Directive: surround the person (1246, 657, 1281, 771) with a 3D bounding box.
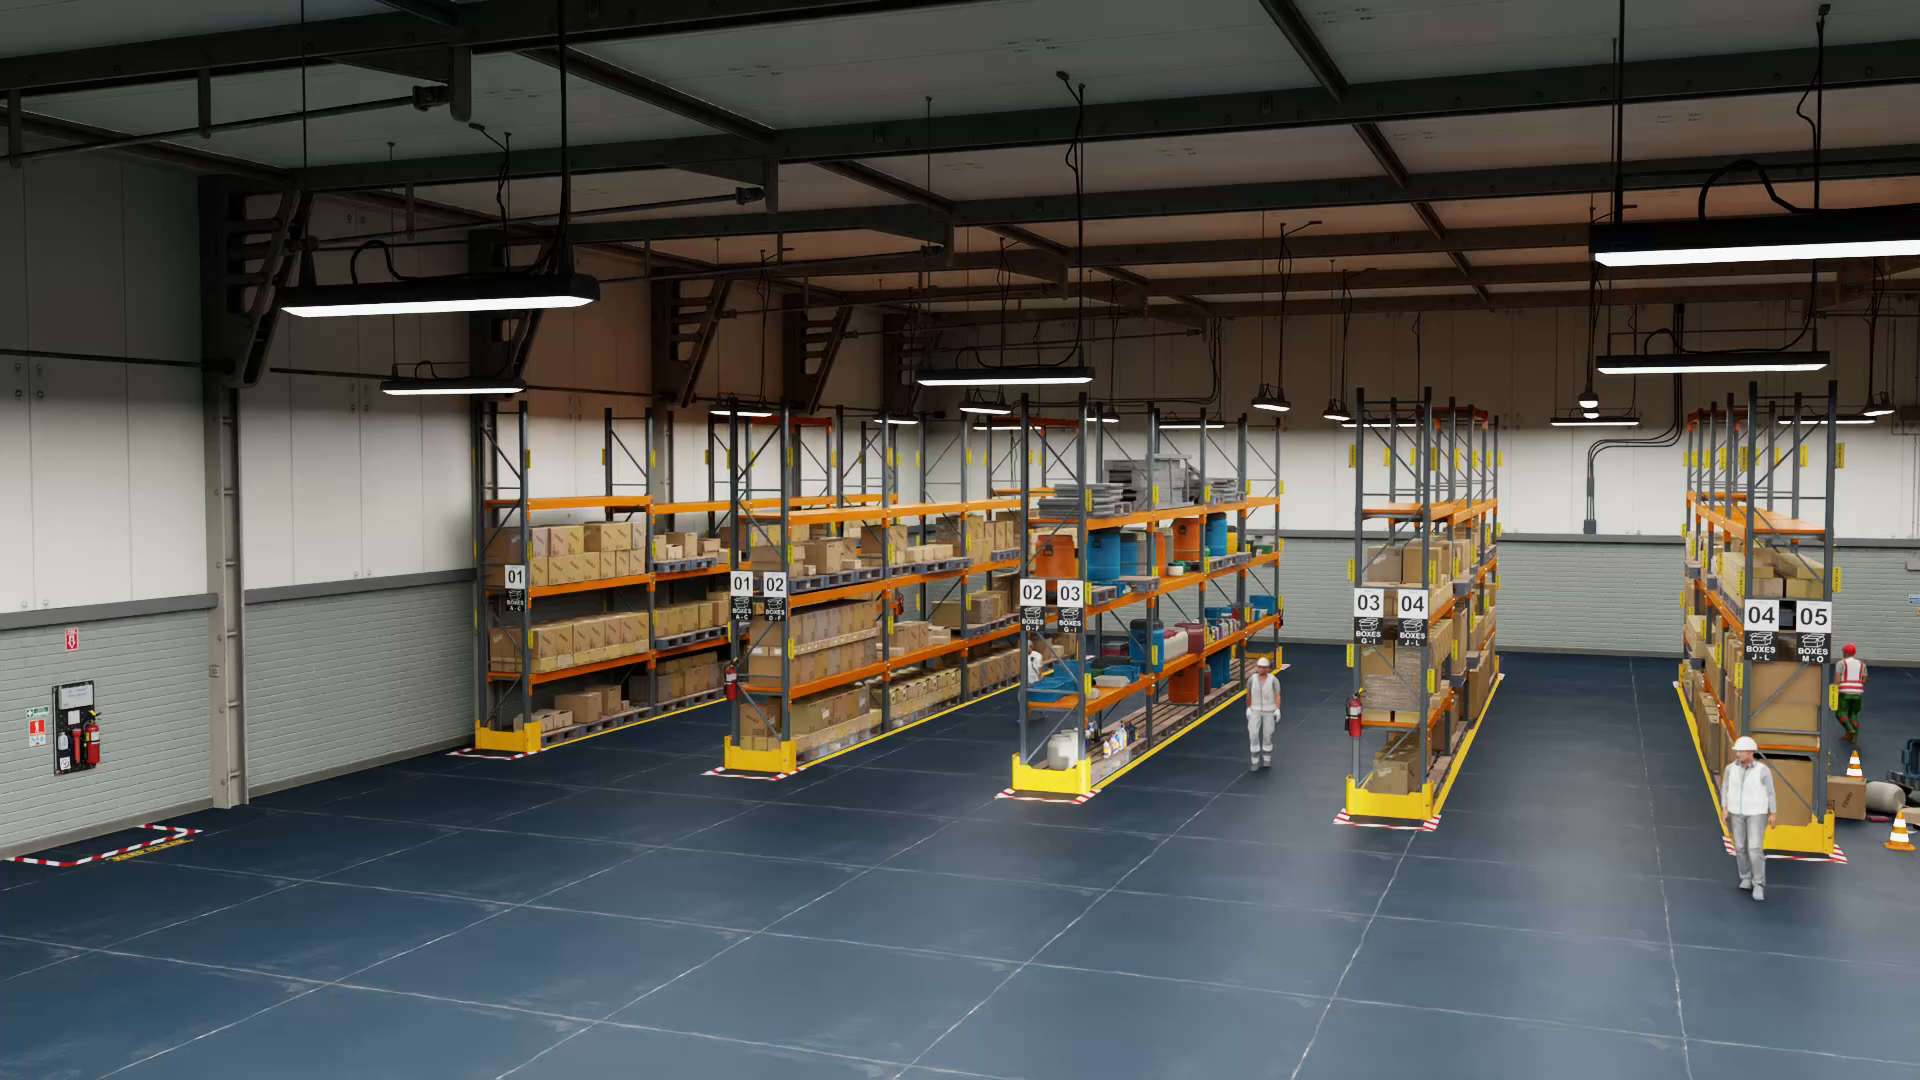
[{"bbox_3d":[4.905,2.820,26.867,0.585,1.852,0.511,1,3,18],"label":"person"}]

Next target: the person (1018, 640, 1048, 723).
[{"bbox_3d":[1.357,2.679,31.698,0.470,1.549,0.953,1,3,27],"label":"person"}]

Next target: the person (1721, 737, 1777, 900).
[{"bbox_3d":[9.089,3.180,19.239,0.662,1.771,0.638,-3,4,-42],"label":"person"}]

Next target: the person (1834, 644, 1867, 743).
[{"bbox_3d":[15.766,2.719,29.411,0.606,1.713,0.769,0,3,9],"label":"person"}]
